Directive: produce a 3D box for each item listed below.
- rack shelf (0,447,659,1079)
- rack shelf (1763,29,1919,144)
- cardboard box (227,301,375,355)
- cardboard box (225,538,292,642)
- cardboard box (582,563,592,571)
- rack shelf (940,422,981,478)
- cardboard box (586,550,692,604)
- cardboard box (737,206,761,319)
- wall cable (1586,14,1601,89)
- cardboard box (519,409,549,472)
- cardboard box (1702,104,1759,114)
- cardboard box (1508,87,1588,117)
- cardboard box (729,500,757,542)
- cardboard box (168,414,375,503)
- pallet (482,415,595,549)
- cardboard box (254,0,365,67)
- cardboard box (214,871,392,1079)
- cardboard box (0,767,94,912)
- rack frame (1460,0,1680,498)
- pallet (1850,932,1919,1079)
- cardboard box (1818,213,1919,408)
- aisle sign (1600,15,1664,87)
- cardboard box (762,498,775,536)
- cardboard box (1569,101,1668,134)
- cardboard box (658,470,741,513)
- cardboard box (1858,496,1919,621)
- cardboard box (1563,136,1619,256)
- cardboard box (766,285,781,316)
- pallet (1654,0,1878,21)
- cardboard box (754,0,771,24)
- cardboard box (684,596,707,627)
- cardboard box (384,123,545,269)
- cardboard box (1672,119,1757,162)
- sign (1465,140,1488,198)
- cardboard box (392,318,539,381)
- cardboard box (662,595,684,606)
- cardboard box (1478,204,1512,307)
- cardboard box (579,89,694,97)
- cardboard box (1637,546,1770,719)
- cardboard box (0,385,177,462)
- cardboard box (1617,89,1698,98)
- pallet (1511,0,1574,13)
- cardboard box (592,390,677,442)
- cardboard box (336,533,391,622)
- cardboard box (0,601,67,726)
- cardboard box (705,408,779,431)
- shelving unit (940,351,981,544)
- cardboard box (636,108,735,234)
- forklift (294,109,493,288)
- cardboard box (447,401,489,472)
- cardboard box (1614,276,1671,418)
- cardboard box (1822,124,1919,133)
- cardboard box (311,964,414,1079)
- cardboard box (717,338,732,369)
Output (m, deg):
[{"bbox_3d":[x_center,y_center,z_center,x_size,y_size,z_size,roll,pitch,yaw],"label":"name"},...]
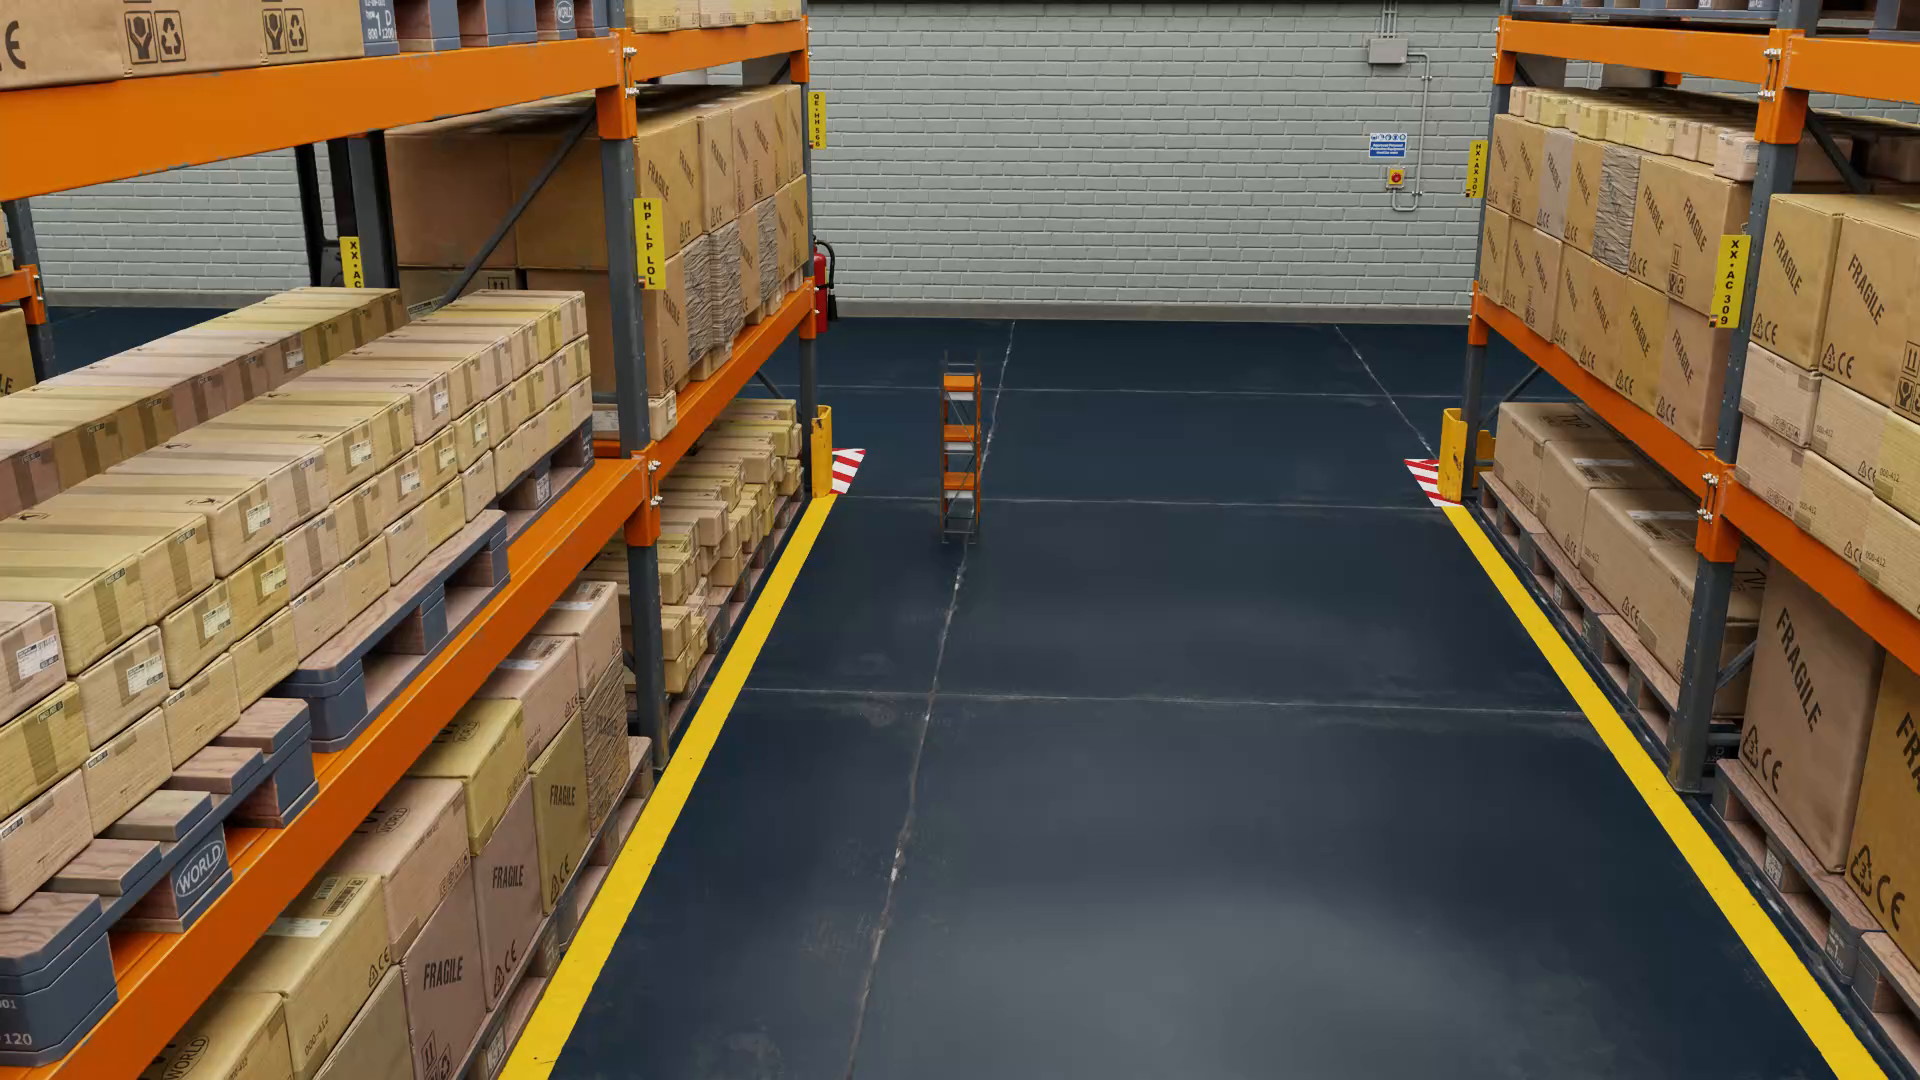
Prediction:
[{"bbox_3d":[-1.817,0.433,4.439,1.077,0.370,4.000,1,18,4],"label":"rack shelf"},{"bbox_3d":[3.127,-0.913,3.731,1.077,0.370,4.000,1,18,4],"label":"rack shelf"},{"bbox_3d":[-2.175,-0.694,5.497,0.380,0.149,0.250,2,18,5],"label":"cardboard box"},{"bbox_3d":[-1.675,0.100,3.553,0.380,0.149,0.250,1,18,4],"label":"cardboard box"},{"bbox_3d":[-1.844,0.135,7.619,0.380,0.149,0.250,1,18,4],"label":"cardboard box"},{"bbox_3d":[0.004,-0.505,9.314,0.215,0.259,0.240,1,18,4],"label":"rack shelf"},{"bbox_3d":[-1.363,0.156,7.078,0.380,0.149,0.250,2,18,7],"label":"cardboard box"},{"bbox_3d":[-1.277,-1.344,8.068,0.500,0.500,0.500,2,18,7],"label":"cardboard box"},{"bbox_3d":[5.354,-3.900,14.875,0.588,1.984,0.122,1,18,4],"label":"wall cable"},{"bbox_3d":[-1.543,-0.324,5.324,0.380,0.149,0.250,1,18,4],"label":"cardboard box"},{"bbox_3d":[3.657,-1.929,7.686,0.380,0.149,0.250,2,18,6],"label":"cardboard box"},{"bbox_3d":[3.256,-2.420,9.183,0.380,0.149,0.250,2,18,5],"label":"cardboard box"},{"bbox_3d":[-1.229,-0.100,8.338,0.380,0.149,0.250,1,18,4],"label":"cardboard box"},{"bbox_3d":[-1.641,-0.198,3.983,0.380,0.149,0.250,2,18,6],"label":"cardboard box"},{"bbox_3d":[-1.874,-0.205,5.538,1.003,0.211,1.213,1,18,4],"label":"pallet"},{"bbox_3d":[-1.595,-1.243,3.421,0.500,0.500,0.500,1,18,4],"label":"cardboard box"},{"bbox_3d":[-1.633,0.978,3.756,0.500,0.250,0.500,1,18,3],"label":"cardboard box"},{"bbox_3d":[-1.727,0.498,2.815,0.380,0.149,0.250,1,18,3],"label":"cardboard box"},{"bbox_3d":[3.558,-1.693,9.773,1.000,3.000,0.127,1,18,4],"label":"rack frame"},{"bbox_3d":[3.206,1.496,4.519,1.003,0.211,1.213,1,18,4],"label":"pallet"},{"bbox_3d":[2.944,-0.684,4.928,0.500,0.500,0.500,1,18,4],"label":"cardboard box"},{"bbox_3d":[3.872,-2.944,9.415,0.394,0.787,0.004,1,18,4],"label":"aisle sign"},{"bbox_3d":[-1.199,-0.129,8.903,0.380,0.149,0.250,0,18,1],"label":"cardboard box"},{"bbox_3d":[3.148,-2.017,7.954,0.380,0.149,0.250,1,18,4],"label":"cardboard box"},{"bbox_3d":[-1.305,-0.245,8.301,0.380,0.149,0.250,1,18,4],"label":"cardboard box"},{"bbox_3d":[2.888,0.071,4.630,0.500,0.250,0.500,1,18,3],"label":"cardboard box"},{"bbox_3d":[3.145,-1.597,7.714,0.500,0.500,0.500,1,18,4],"label":"cardboard box"},{"bbox_3d":[-1.182,-1.311,9.010,0.380,0.149,0.250,2,18,5],"label":"cardboard box"},{"bbox_3d":[3.340,-2.088,6.303,1.003,0.211,1.213,1,18,4],"label":"pallet"},{"bbox_3d":[-1.234,-2.667,8.168,0.500,0.250,0.500,2,18,6],"label":"cardboard box"},{"bbox_3d":[-1.342,0.358,7.416,0.380,0.149,0.250,1,18,4],"label":"cardboard box"},{"bbox_3d":[-1.910,-1.346,6.469,0.500,0.500,0.500,1,18,2],"label":"cardboard box"},{"bbox_3d":[3.131,-1.620,6.742,0.380,0.149,0.250,1,18,3],"label":"cardboard box"},{"bbox_3d":[3.004,-2.156,9.669,0.100,0.325,0.005,1,18,4],"label":"sign"},{"bbox_3d":[-1.547,-0.600,5.211,0.380,0.149,0.250,1,18,2],"label":"cardboard box"},{"bbox_3d":[-1.400,0.298,7.123,0.380,0.149,0.250,1,18,4],"label":"cardboard box"},{"bbox_3d":[3.237,-1.598,9.322,0.500,0.500,0.500,1,18,3],"label":"cardboard box"},{"bbox_3d":[-1.714,-2.146,8.910,0.500,0.500,0.500,2,18,6],"label":"cardboard box"},{"bbox_3d":[3.423,0.375,6.903,0.875,0.438,0.875,1,18,3],"label":"cardboard box"},{"bbox_3d":[-2.268,-0.295,4.280,0.380,0.149,0.250,2,18,6],"label":"cardboard box"},{"bbox_3d":[3.737,-2.329,8.904,0.380,0.149,0.250,2,18,5],"label":"cardboard box"},{"bbox_3d":[3.515,-2.846,8.615,1.003,0.211,1.213,1,18,4],"label":"pallet"},{"bbox_3d":[-1.327,-0.491,6.508,0.380,0.149,0.250,2,18,6],"label":"cardboard box"},{"bbox_3d":[-1.634,0.086,4.072,0.380,0.149,0.250,2,18,5],"label":"cardboard box"},{"bbox_3d":[-1.734,0.209,2.741,0.380,0.149,0.250,1,18,4],"label":"cardboard box"},{"bbox_3d":[-1.247,-0.653,9.547,0.380,0.149,0.250,2,18,5],"label":"cardboard box"},{"bbox_3d":[0.004,-0.516,9.310,0.215,1.050,0.252,1,18,4],"label":"shelving unit"},{"bbox_3d":[-1.309,-1.646,7.384,0.500,0.500,0.500,2,18,5],"label":"cardboard box"},{"bbox_3d":[-3.137,-1.441,9.114,1.130,2.935,3.031,2,18,5],"label":"forklift"},{"bbox_3d":[-1.579,-0.299,4.769,0.380,0.149,0.250,0,18,1],"label":"cardboard box"},{"bbox_3d":[3.081,-0.808,6.911,0.500,0.500,0.500,1,18,3],"label":"cardboard box"},{"bbox_3d":[3.531,-1.534,6.480,0.380,0.149,0.250,1,18,3],"label":"cardboard box"},{"bbox_3d":[-1.623,1.331,3.885,0.500,0.500,0.500,1,18,5],"label":"cardboard box"},{"bbox_3d":[-1.281,-0.901,7.760,0.380,0.149,0.250,2,18,6],"label":"cardboard box"}]
